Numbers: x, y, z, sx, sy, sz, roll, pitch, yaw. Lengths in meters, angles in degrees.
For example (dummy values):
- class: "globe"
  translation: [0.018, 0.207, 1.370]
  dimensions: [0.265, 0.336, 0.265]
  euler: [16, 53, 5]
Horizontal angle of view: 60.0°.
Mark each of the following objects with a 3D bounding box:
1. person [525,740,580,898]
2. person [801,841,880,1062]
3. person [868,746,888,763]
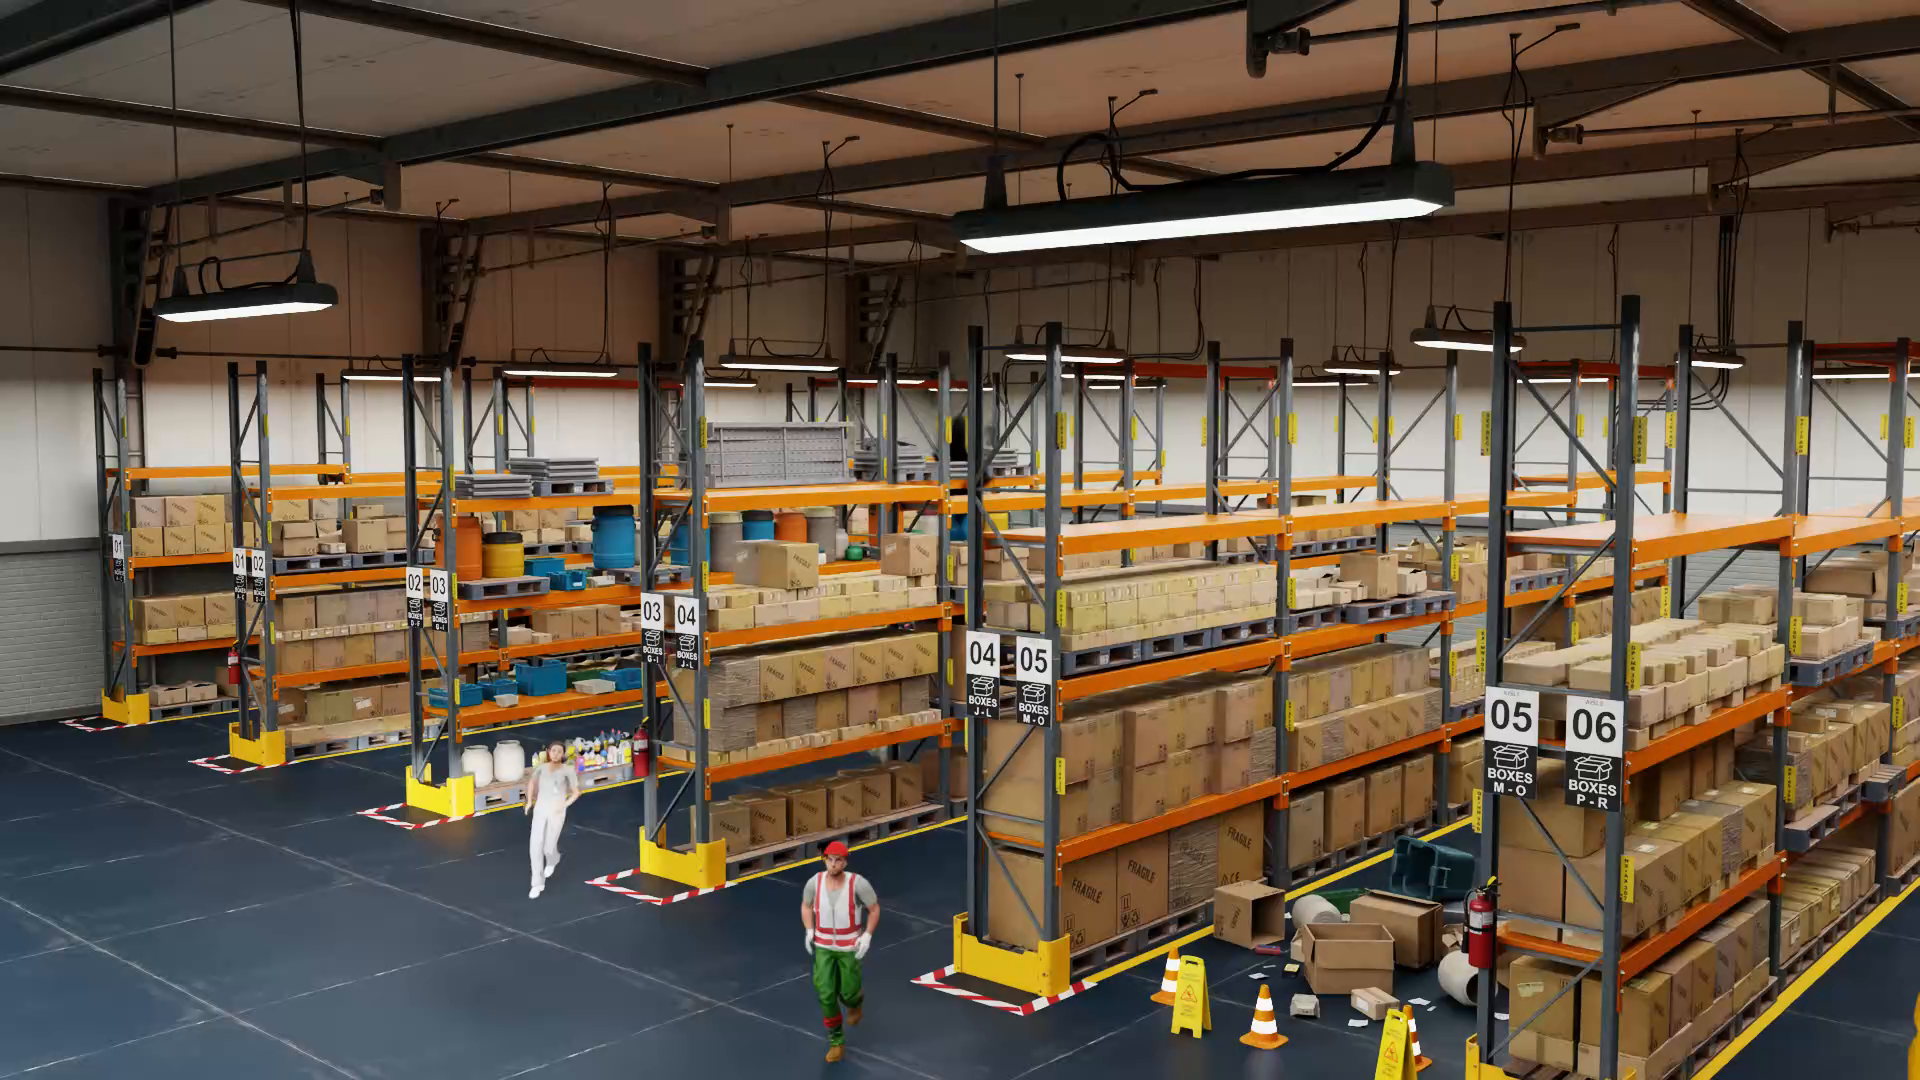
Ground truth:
- class: "person"
  translation: [-4.466, 3.018, 18.193]
  dimensions: [0.610, 1.653, 0.748]
  euler: [0, 4, 5]
- class: "person"
  translation: [-0.981, 3.297, 13.597]
  dimensions: [0.660, 1.748, 0.715]
  euler: [0, 4, 6]
- class: "person"
  translation: [-1.026, 2.583, 23.410]
  dimensions: [0.710, 1.733, 0.637]
  euler: [3, 5, 34]
